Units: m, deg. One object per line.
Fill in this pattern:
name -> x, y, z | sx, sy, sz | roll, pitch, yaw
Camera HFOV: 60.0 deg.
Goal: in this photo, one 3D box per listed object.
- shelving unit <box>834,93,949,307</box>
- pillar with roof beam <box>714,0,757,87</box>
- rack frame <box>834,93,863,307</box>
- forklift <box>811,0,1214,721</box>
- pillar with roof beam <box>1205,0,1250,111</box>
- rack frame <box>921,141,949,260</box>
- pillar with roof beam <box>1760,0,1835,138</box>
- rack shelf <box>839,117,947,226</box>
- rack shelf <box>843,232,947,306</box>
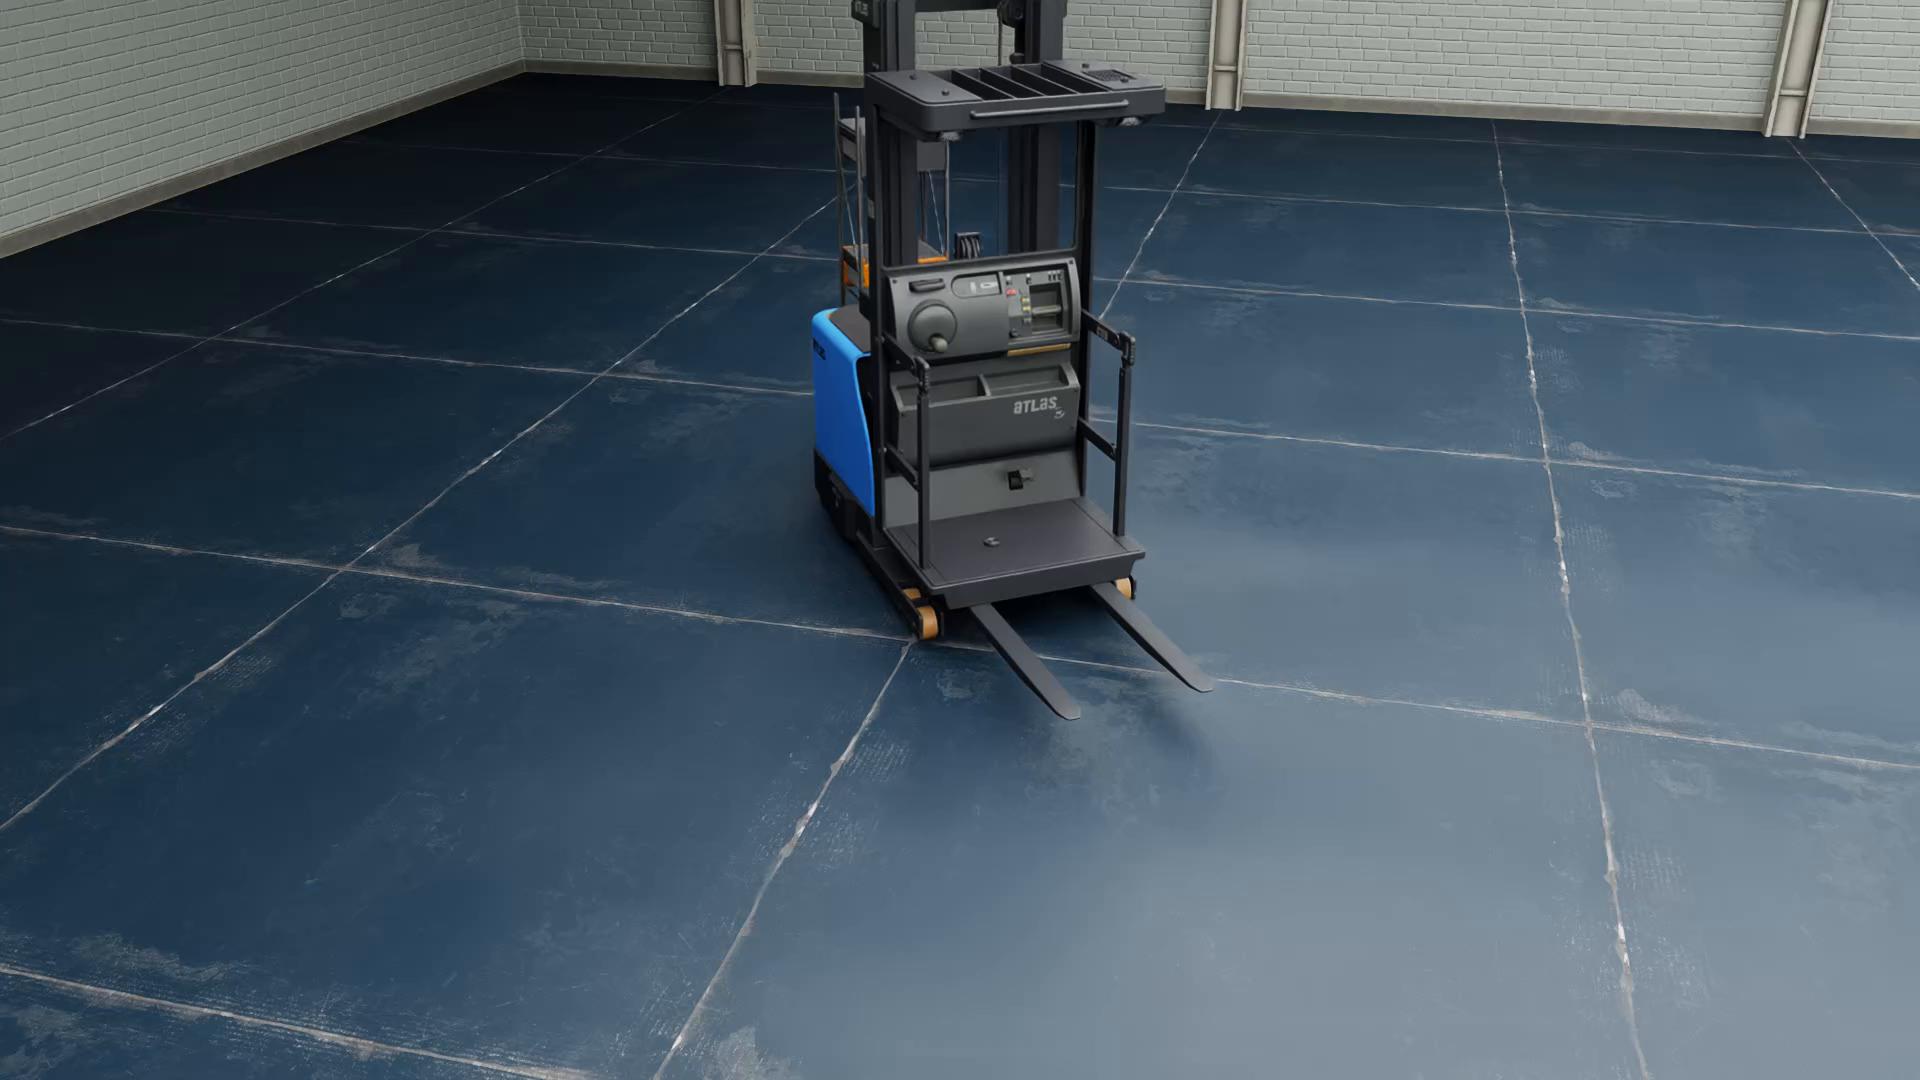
shelving unit -> -0.368, -1.396, 9.240 | 0.503, 2.100, 0.431 | -9, 27, -19
pillar with roof beam -> -3.824, -7.931, 14.940 | 0.400, 9.000, 9.100 | 6, 26, 13
rack frame -> -0.596, -1.359, 9.161 | 0.015, 2.100, 0.400 | -9, 27, -19
forklift -> 0.202, -1.055, 7.556 | 1.130, 2.935, 3.031 | -9, 27, -19
pillar with roof beam -> 1.987, -7.289, 13.591 | 0.400, 9.000, 9.100 | 6, 26, 13
rack frame -> -0.141, -1.434, 9.320 | 0.015, 2.100, 0.400 | -9, 27, -19
pillar with roof beam -> 7.798, -6.646, 12.241 | 0.400, 9.000, 9.100 | 6, 26, 13
rack shelf -> -0.368, -2.016, 8.945 | 0.480, 0.518, 0.431 | -9, 27, -19
rack shelf -> -0.368, -1.384, 9.246 | 0.480, 0.518, 0.431 | -9, 27, -19
